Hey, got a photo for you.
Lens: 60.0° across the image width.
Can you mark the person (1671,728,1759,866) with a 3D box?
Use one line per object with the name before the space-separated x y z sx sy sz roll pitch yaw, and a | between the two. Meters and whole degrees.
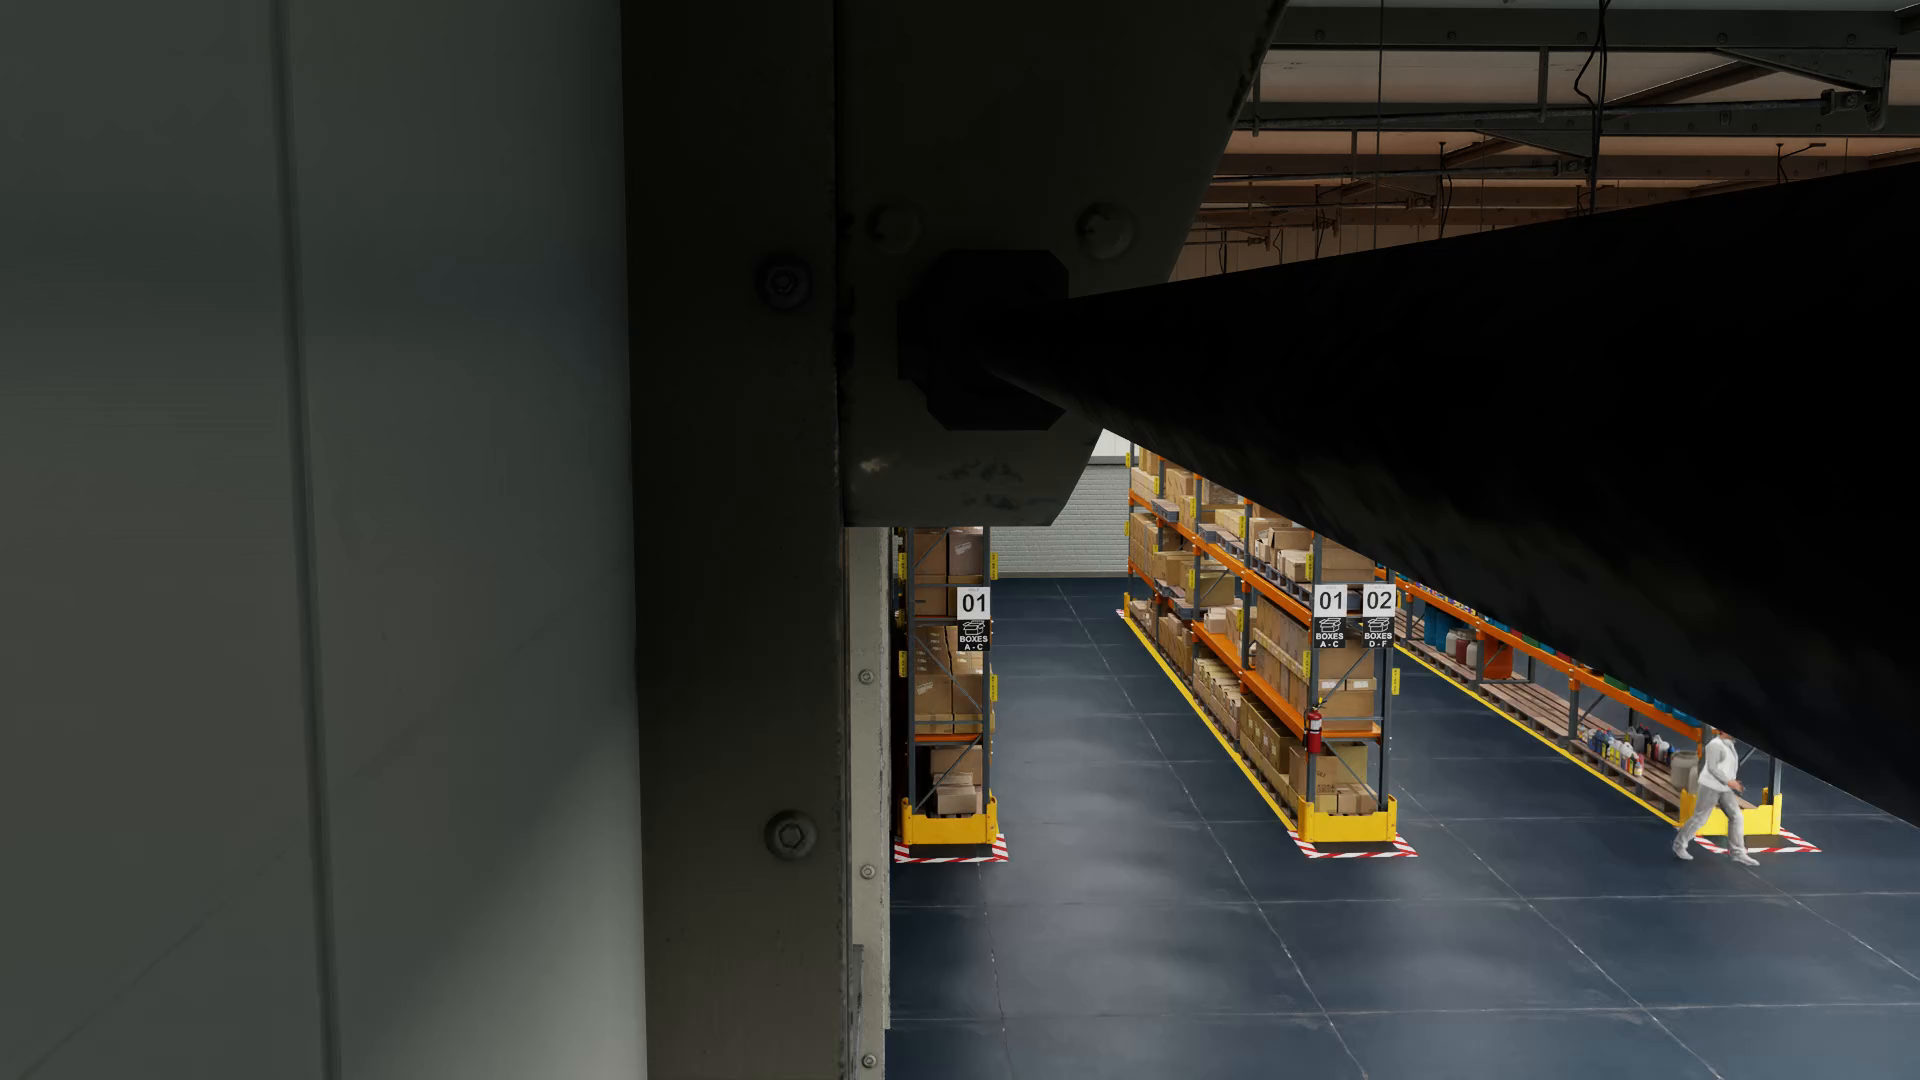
person | 8.986 2.921 19.600 0.686 1.742 0.927 -7 10 -44
